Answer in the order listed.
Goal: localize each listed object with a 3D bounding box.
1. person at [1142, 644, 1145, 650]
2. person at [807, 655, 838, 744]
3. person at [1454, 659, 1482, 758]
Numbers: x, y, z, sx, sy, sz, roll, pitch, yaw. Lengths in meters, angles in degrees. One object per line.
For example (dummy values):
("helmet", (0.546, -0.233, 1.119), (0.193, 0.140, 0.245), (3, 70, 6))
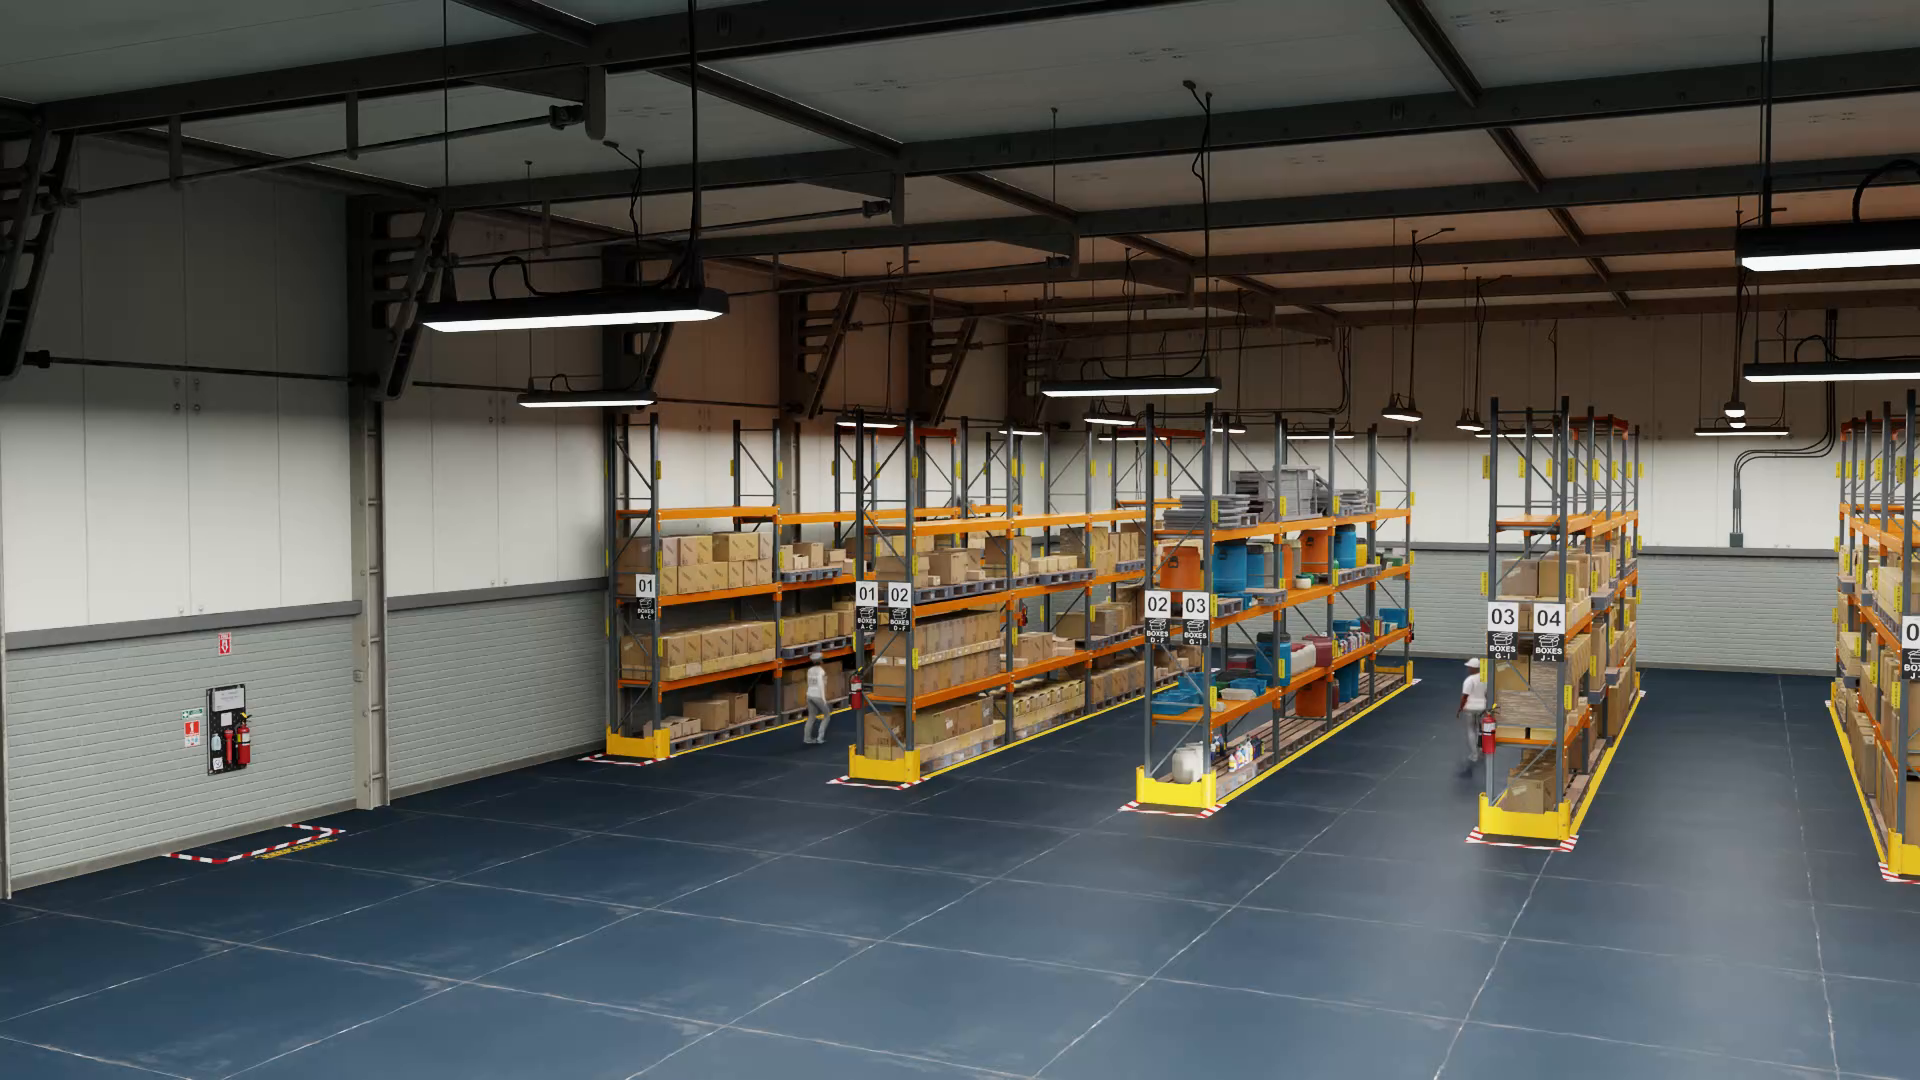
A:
("person", (5.067, 2.260, 44.717), (0.619, 1.746, 0.792), (-1, 3, -25))
("person", (-2.515, 2.905, 30.409), (0.665, 1.650, 0.468), (-2, 3, -40))
("person", (8.766, 2.911, 28.560), (0.443, 1.754, 0.667), (0, 2, 0))
